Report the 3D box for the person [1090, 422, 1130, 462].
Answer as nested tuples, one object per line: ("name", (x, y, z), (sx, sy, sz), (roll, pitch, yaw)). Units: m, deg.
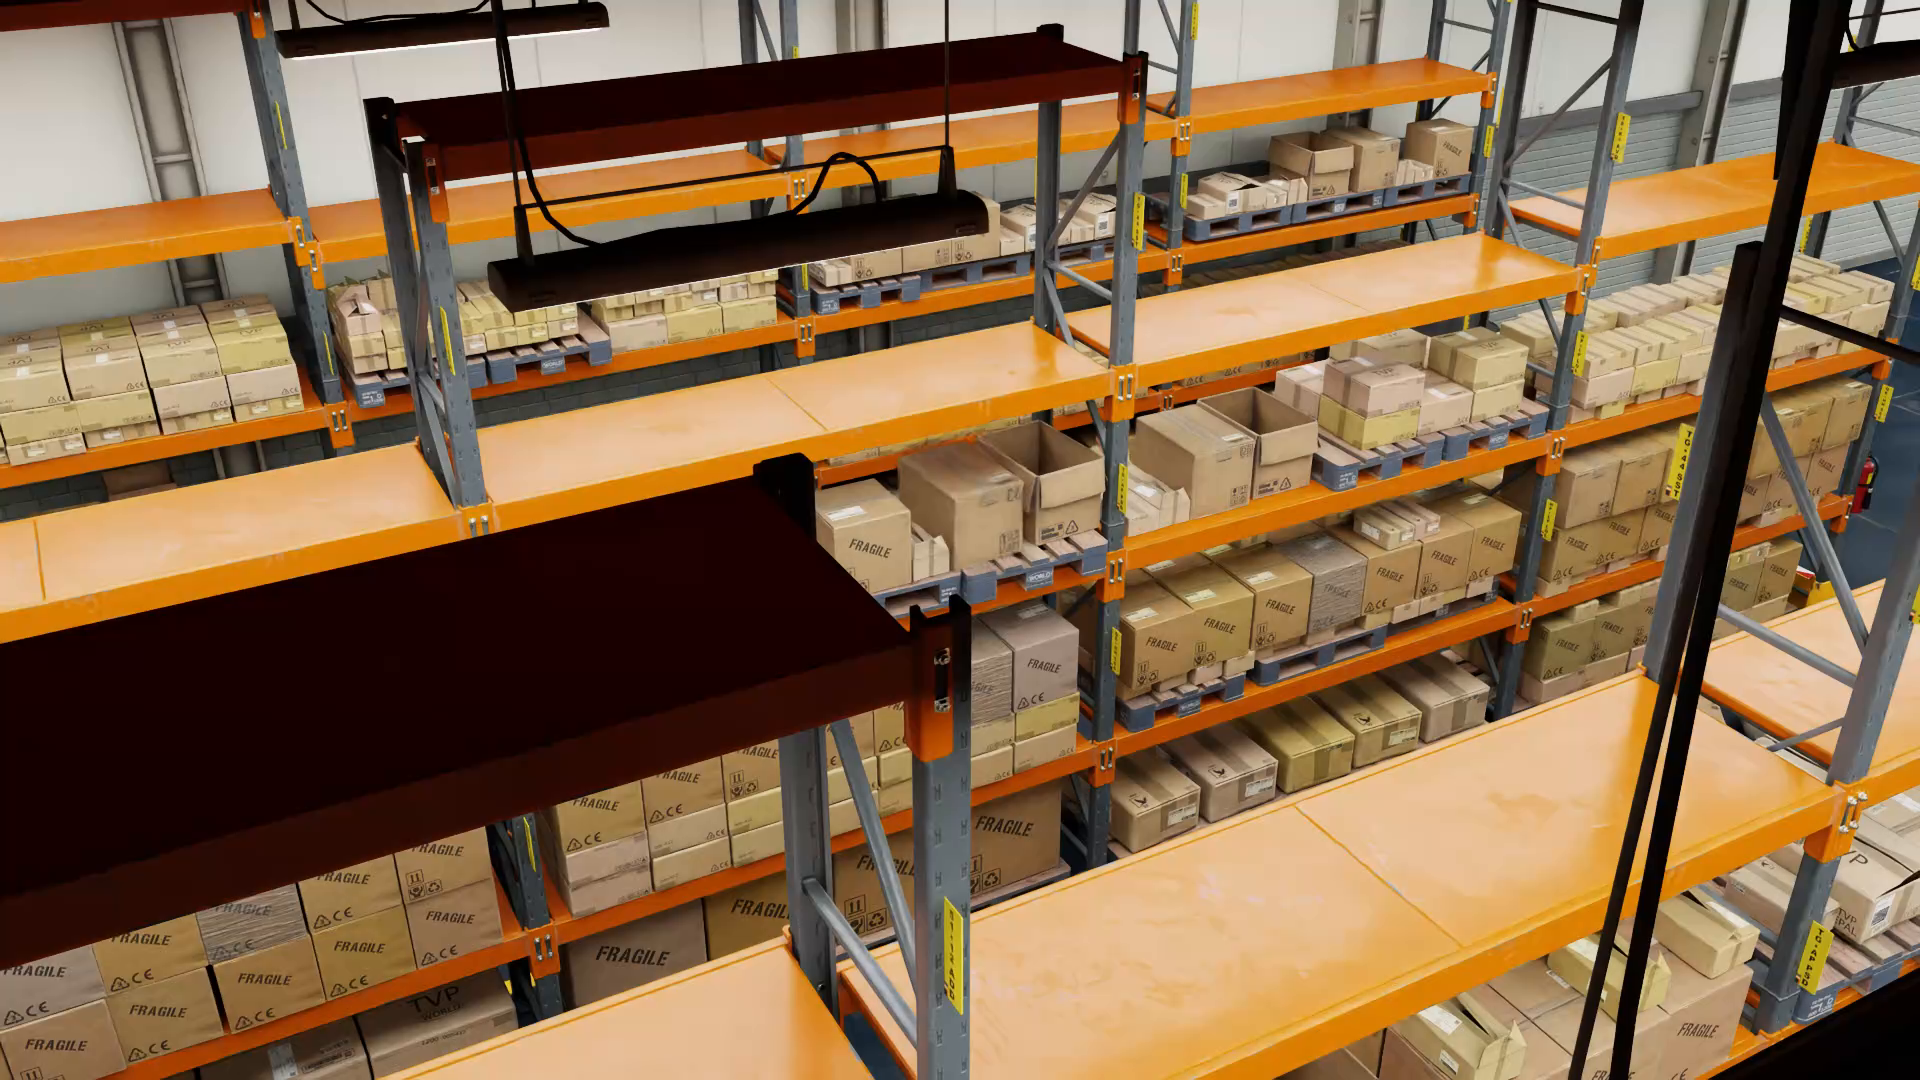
("person", (1.419, -0.362, 15.957), (0.595, 1.715, 0.459), (-22, 35, -35))
